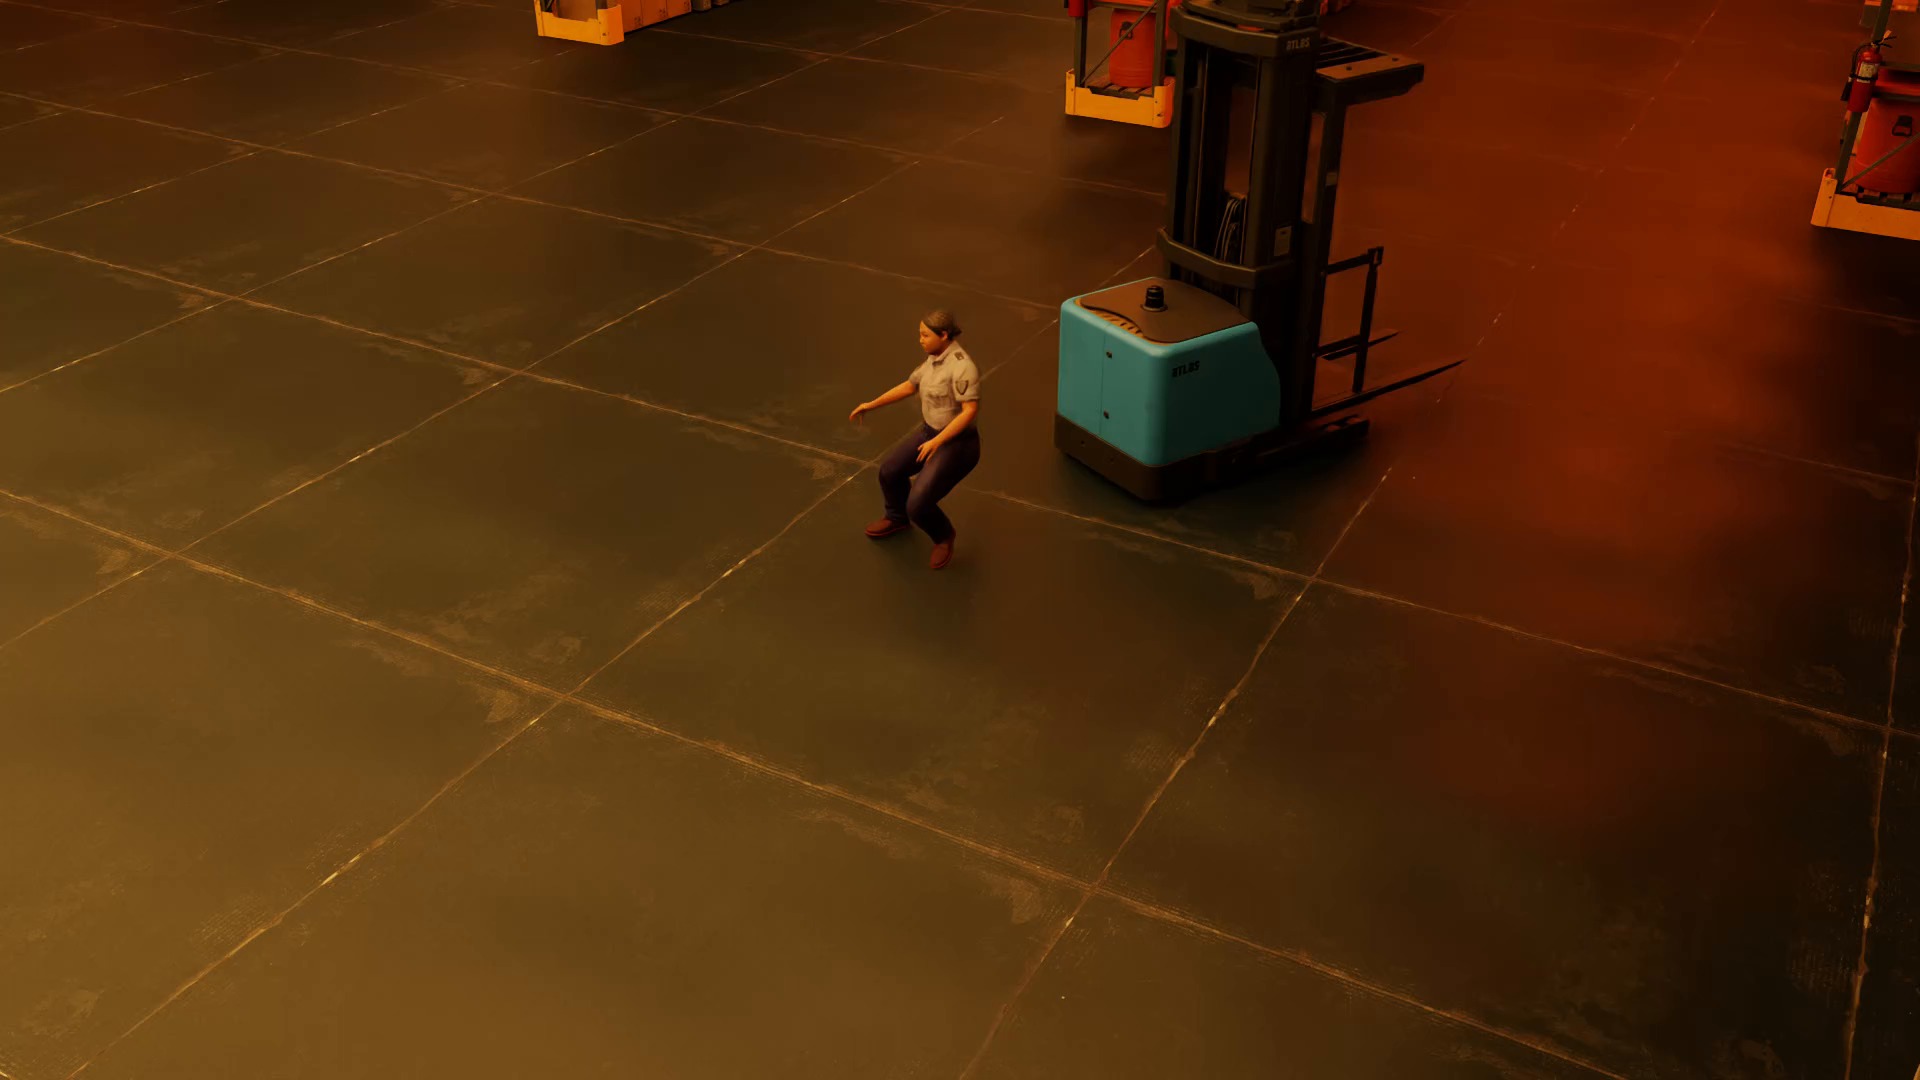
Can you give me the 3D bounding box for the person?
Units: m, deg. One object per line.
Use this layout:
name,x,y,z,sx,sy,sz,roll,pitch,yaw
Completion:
person,-0.232,-0.572,9.488,0.629,1.500,0.784,-12,32,-19

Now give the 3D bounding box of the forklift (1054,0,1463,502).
forklift,2.125,-2.067,10.653,3.031,2.935,1.130,-19,35,-29
